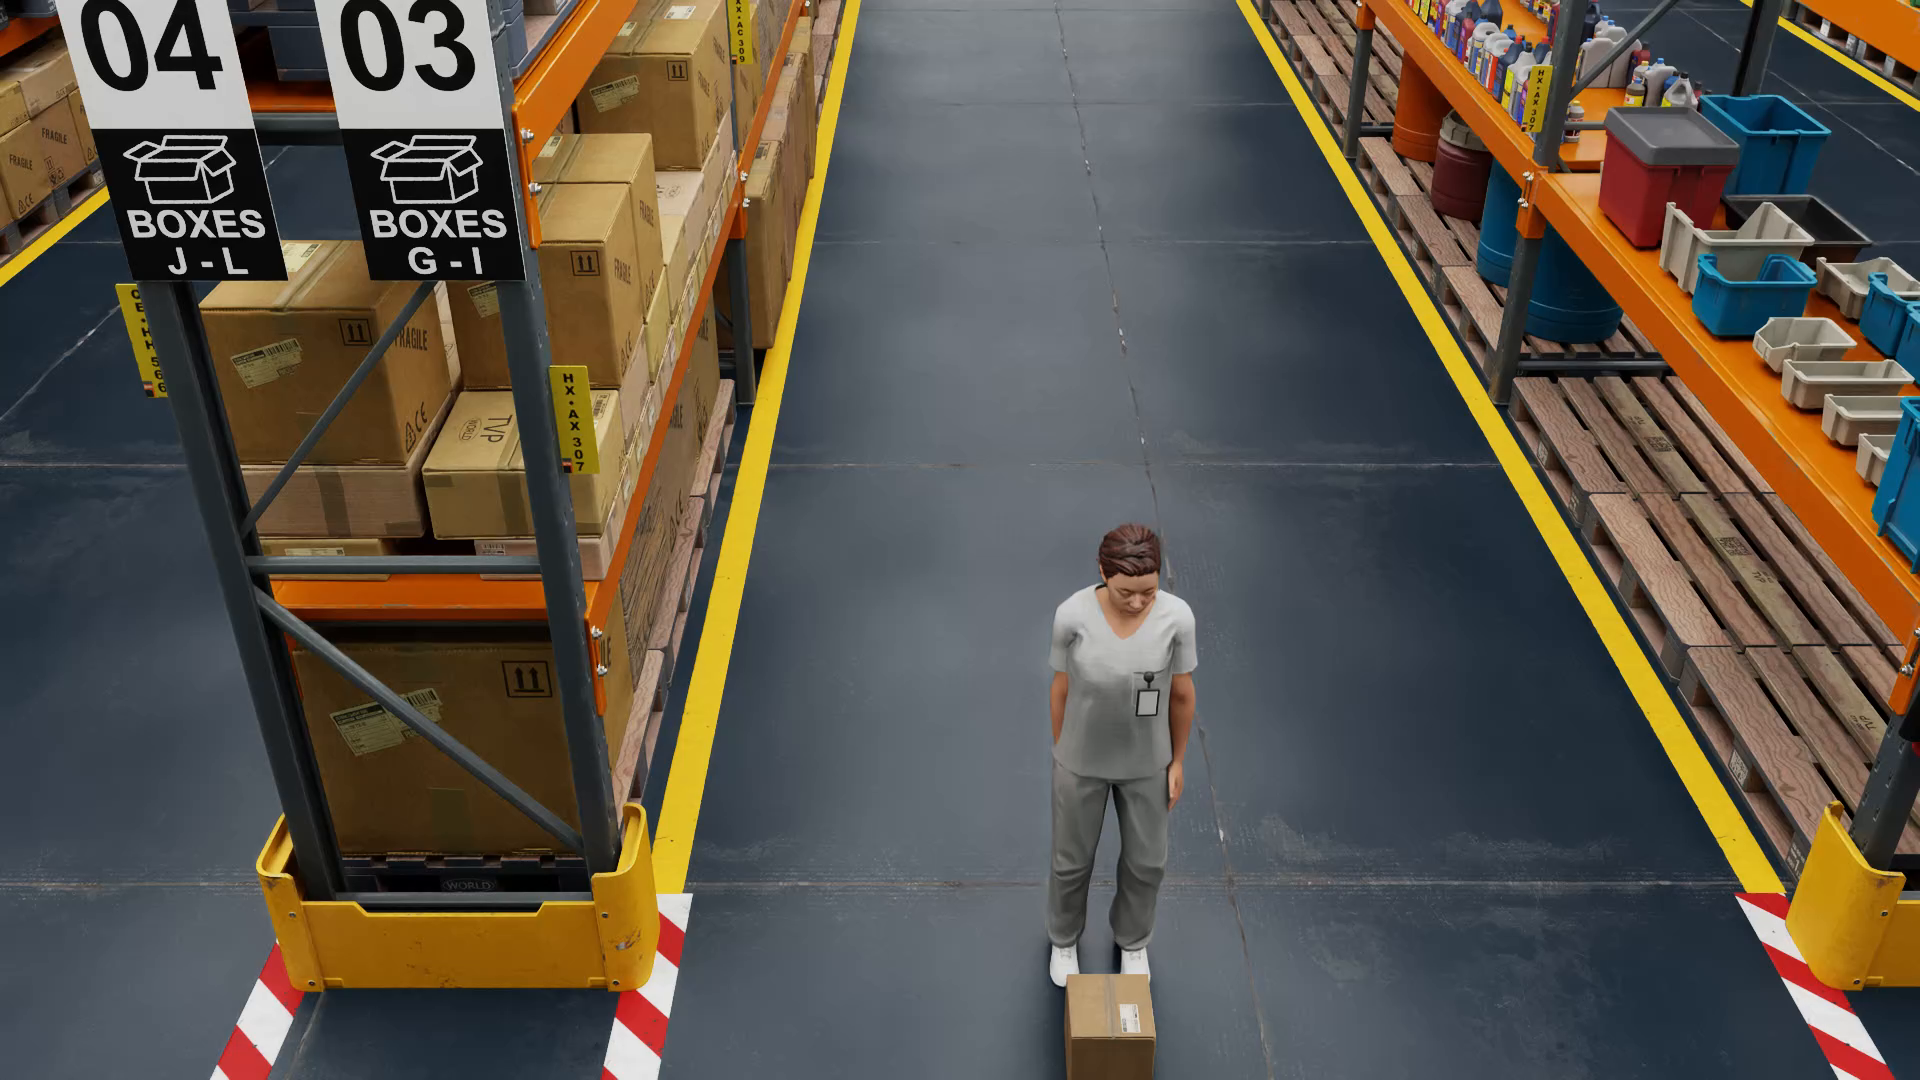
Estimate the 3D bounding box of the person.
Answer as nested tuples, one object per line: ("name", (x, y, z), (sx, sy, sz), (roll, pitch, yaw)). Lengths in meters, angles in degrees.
("person", (0.481, 0.662, 5.075), (0.443, 1.672, 0.367), (0, 32, 1))
